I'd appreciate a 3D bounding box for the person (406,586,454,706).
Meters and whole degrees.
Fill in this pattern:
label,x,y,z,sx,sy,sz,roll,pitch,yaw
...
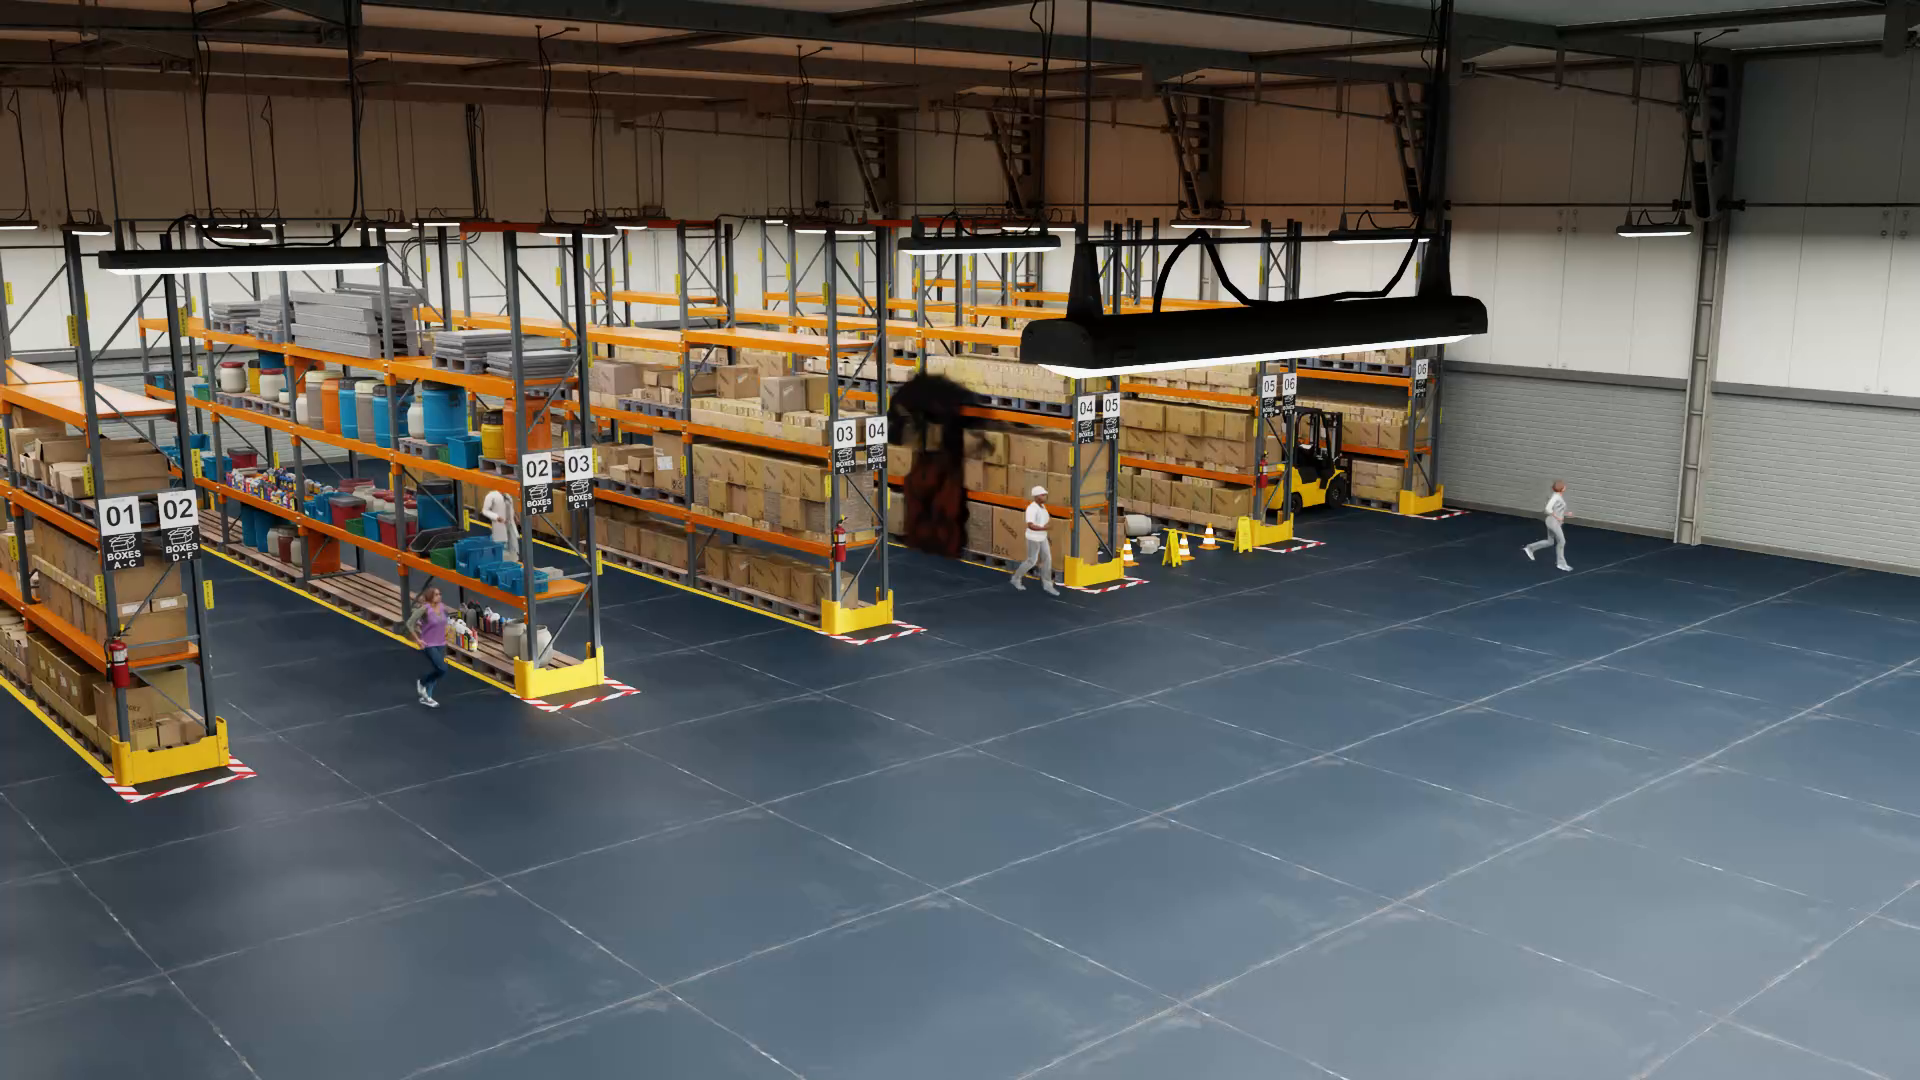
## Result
label,x,y,z,sx,sy,sz,roll,pitch,yaw
person,-6.707,1.358,21.217,0.545,1.556,0.541,5,12,22

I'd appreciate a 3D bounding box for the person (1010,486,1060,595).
label,x,y,z,sx,sy,sz,roll,pitch,yaw
person,1.245,0.006,27.355,0.834,1.813,0.719,5,12,24

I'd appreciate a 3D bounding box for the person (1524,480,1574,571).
label,x,y,z,sx,sy,sz,roll,pitch,yaw
person,10.377,-0.264,29.195,0.842,1.593,0.545,4,12,19

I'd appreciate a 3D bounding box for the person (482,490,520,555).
label,x,y,z,sx,sy,sz,roll,pitch,yaw
person,-7.872,-0.222,28.560,0.918,1.764,0.712,8,14,35
